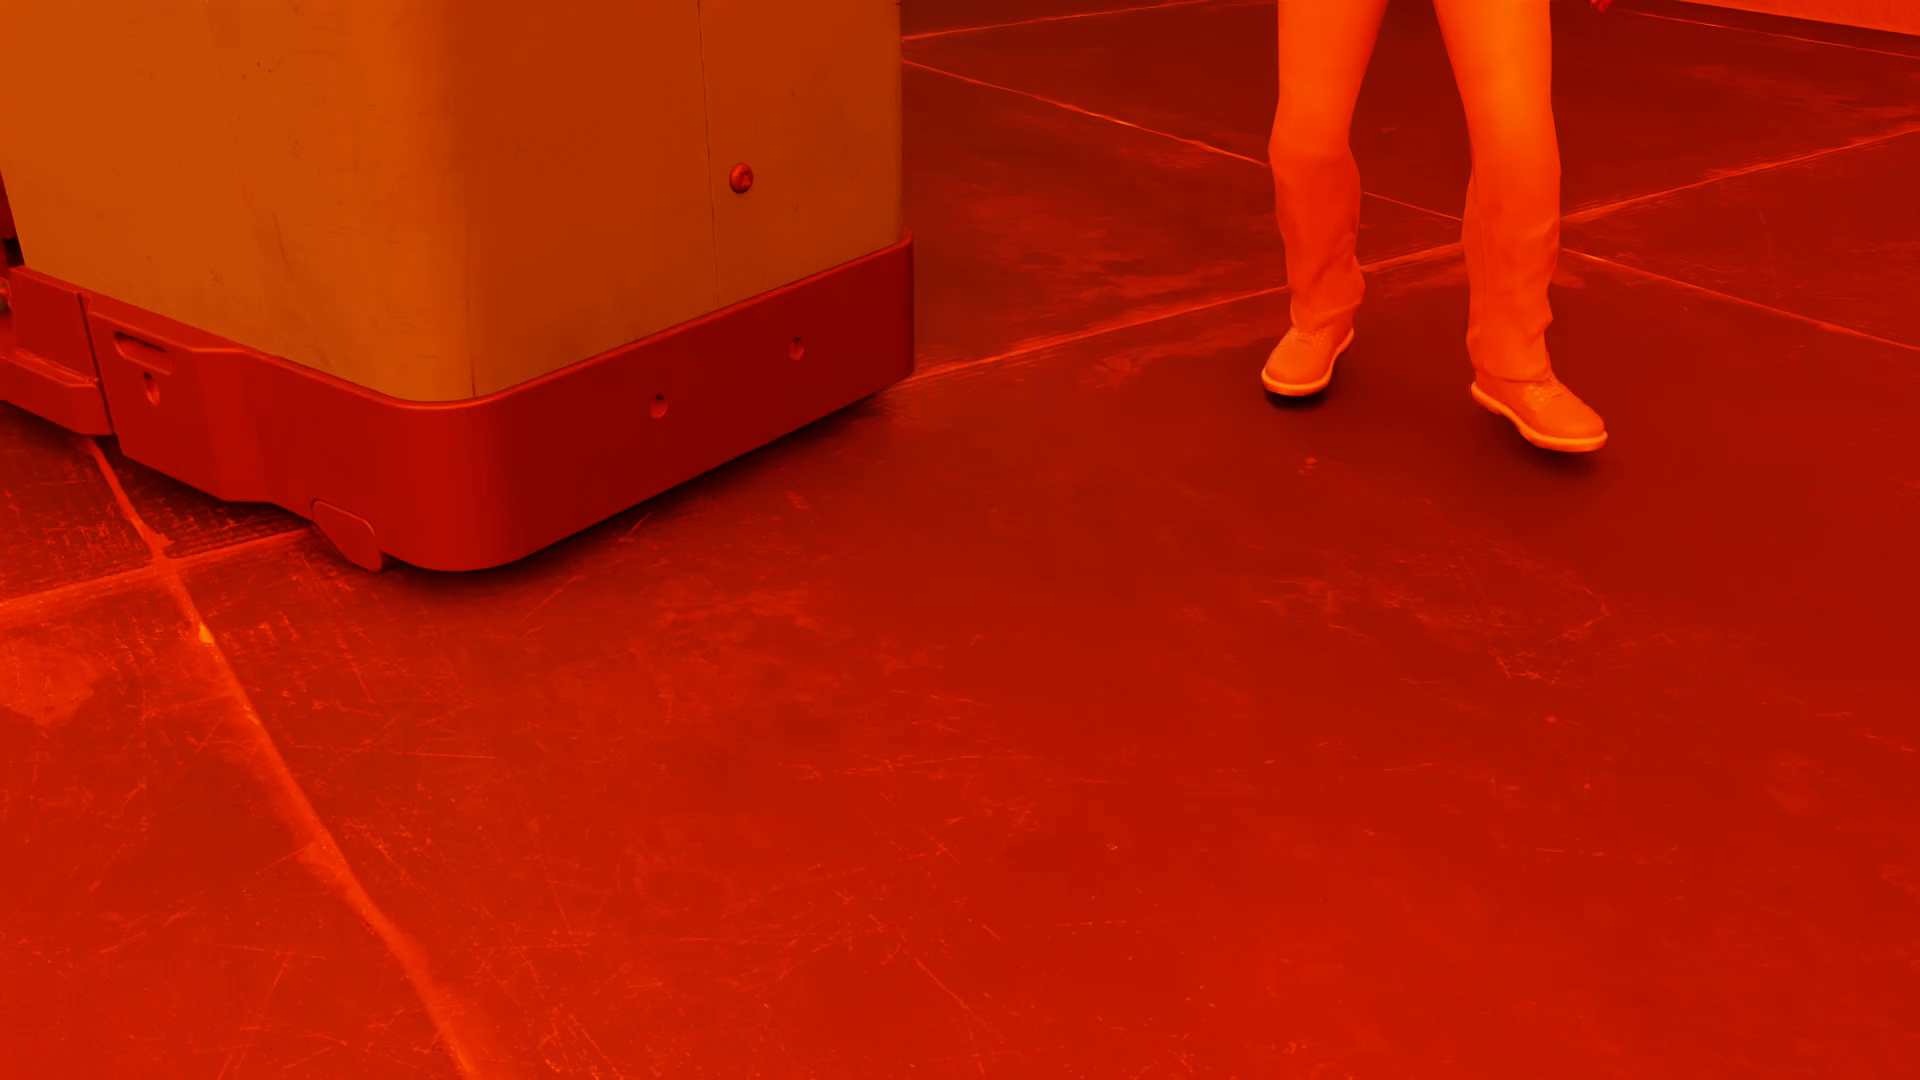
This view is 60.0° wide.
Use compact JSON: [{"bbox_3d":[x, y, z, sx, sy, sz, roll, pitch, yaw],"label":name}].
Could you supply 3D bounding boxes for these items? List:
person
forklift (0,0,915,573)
[{"bbox_3d":[0.741,-0.983,2.586,0.801,1.628,0.415,14,30,25],"label":"person"},{"bbox_3d":[-1.566,-1.776,2.772,3.031,2.935,1.130,18,32,32],"label":"forklift"}]
